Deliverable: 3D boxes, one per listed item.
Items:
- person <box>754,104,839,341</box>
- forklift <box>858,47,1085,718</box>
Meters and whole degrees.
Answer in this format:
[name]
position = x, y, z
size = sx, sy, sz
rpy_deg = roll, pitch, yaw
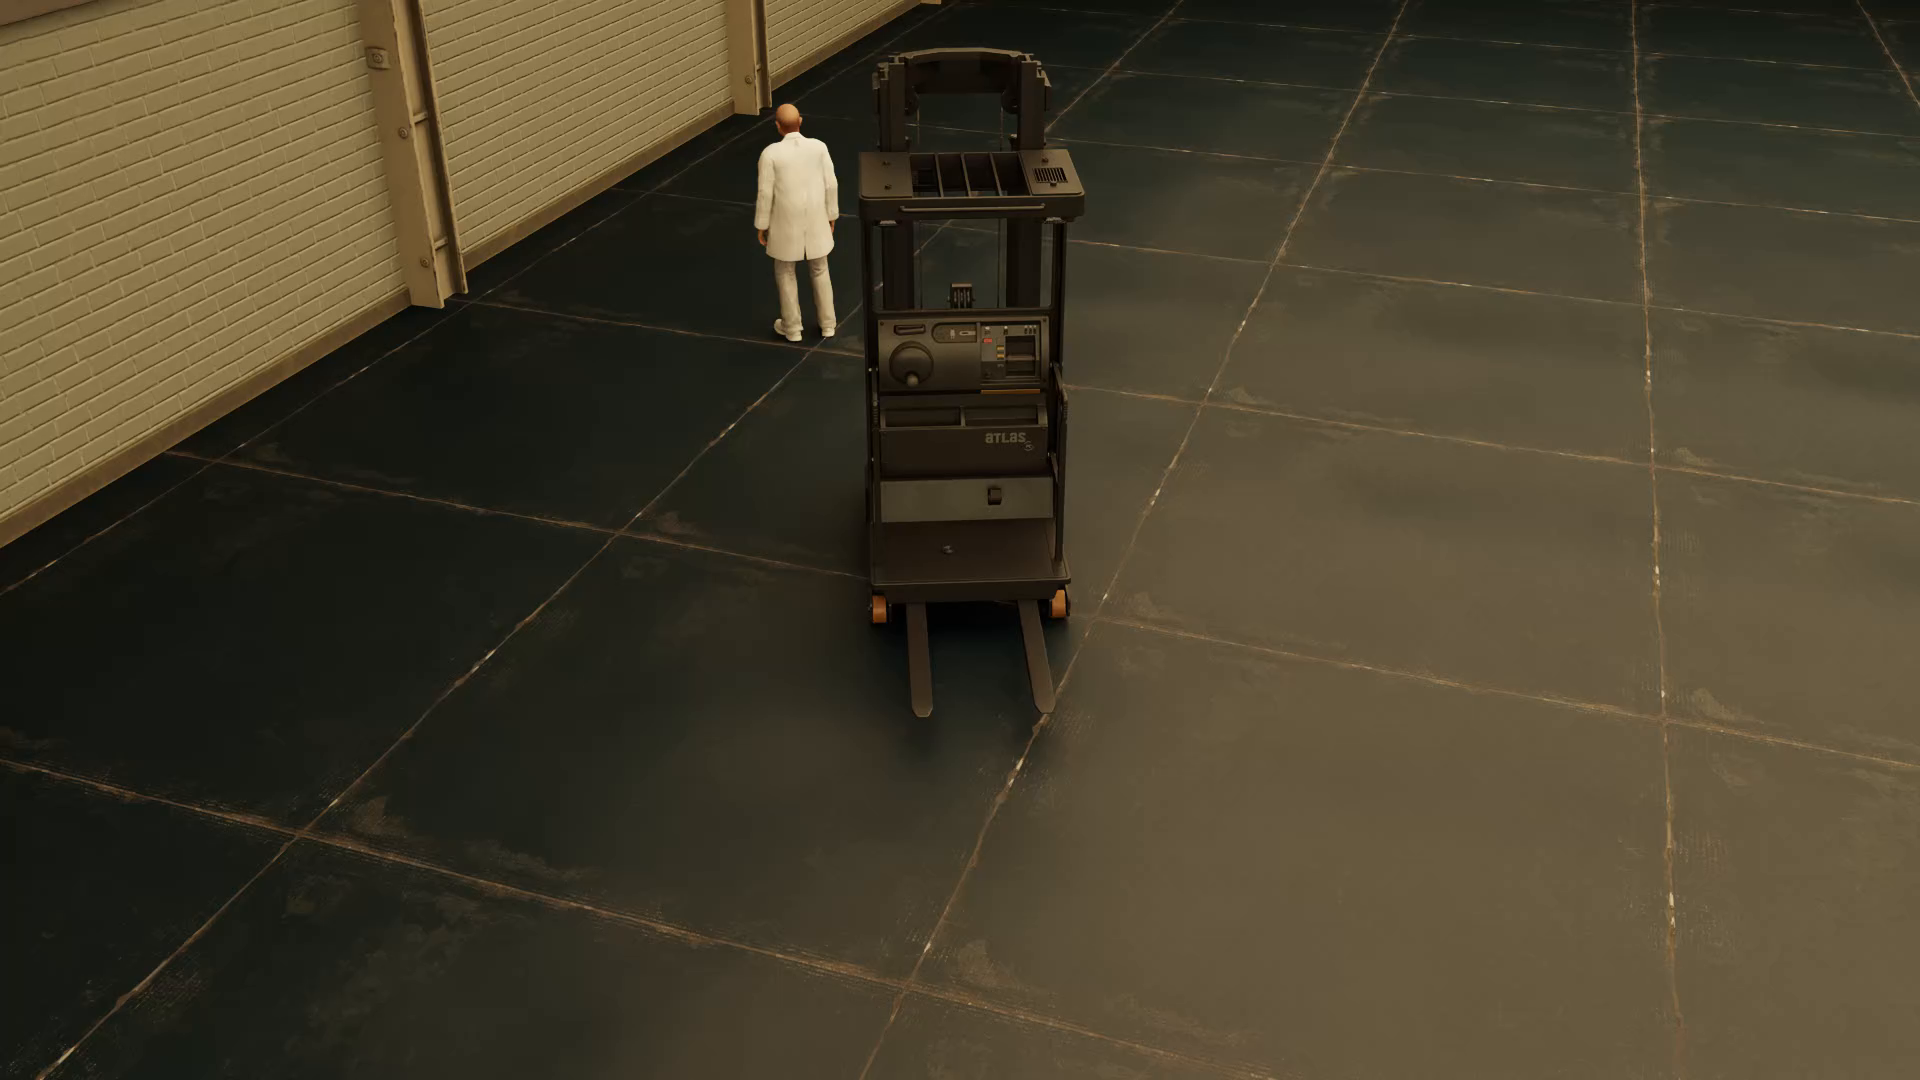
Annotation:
[person]
position = -1.221, -2.373, 12.467
size = 0.655, 1.775, 0.425
rpy_deg = -11, 31, -18
[forklift]
position = 0.035, -0.972, 8.842
size = 1.130, 2.935, 3.031
rpy_deg = -2, 30, -3
